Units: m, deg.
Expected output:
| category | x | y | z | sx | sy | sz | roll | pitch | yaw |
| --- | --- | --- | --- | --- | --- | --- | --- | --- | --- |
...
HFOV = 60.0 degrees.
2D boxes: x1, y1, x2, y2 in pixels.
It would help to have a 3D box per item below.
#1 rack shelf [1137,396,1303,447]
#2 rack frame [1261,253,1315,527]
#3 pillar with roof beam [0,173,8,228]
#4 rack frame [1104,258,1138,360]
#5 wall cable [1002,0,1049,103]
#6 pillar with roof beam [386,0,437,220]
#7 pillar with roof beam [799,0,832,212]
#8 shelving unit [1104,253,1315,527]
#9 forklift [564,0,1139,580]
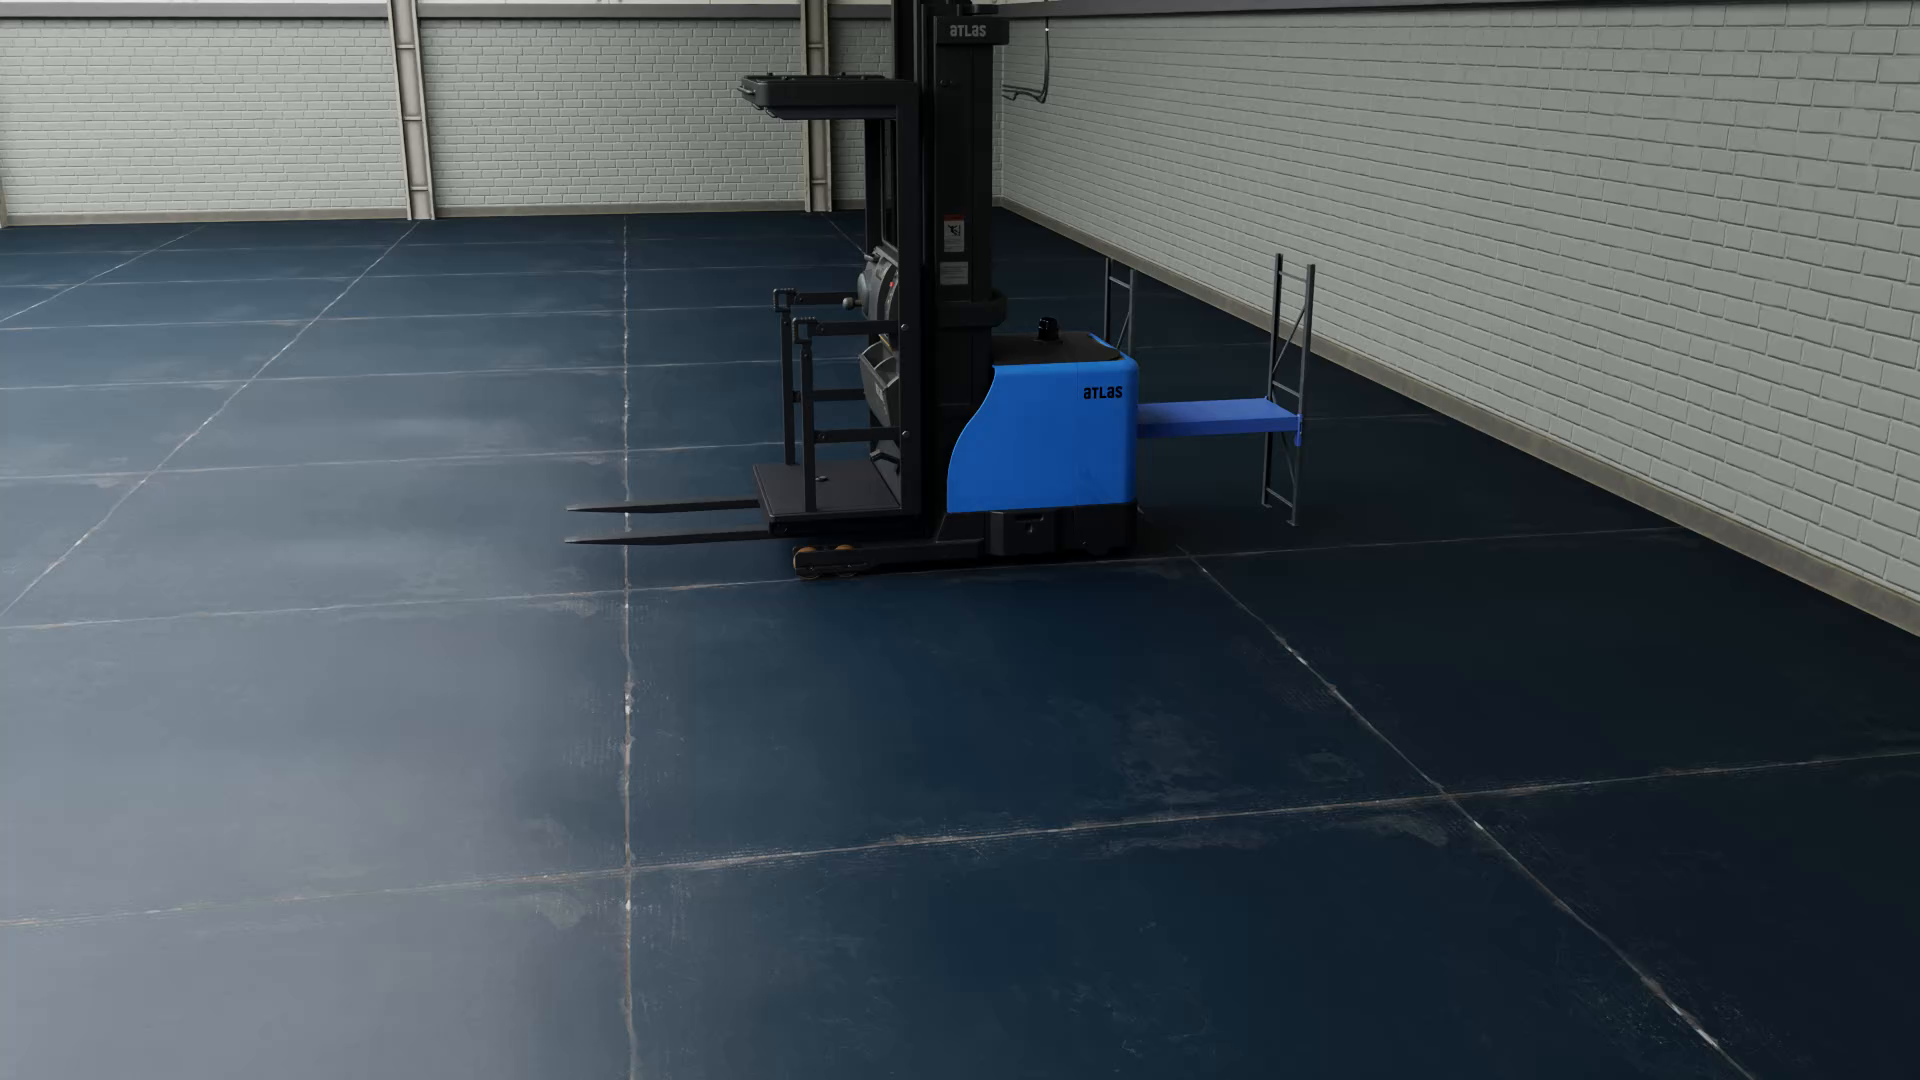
| category | x | y | z | sx | sy | sz | roll | pitch | yaw |
| --- | --- | --- | --- | --- | --- | --- | --- | --- | --- |
| rack shelf | 1.387 | -0.661 | 9.523 | 1.000 | 0.185 | 0.538 | -4 | 17 | -11 |
| rack frame | 1.884 | -0.864 | 9.571 | 0.032 | 1.500 | 0.500 | -4 | 17 | -11 |
| pillar with roof beam | -13.196 | -7.584 | 18.677 | 0.400 | 9.000 | 9.100 | -3 | 17 | -10 |
| rack frame | 0.889 | -0.802 | 9.370 | 0.032 | 1.500 | 0.500 | -4 | 17 | -11 |
| wall cable | 0.913 | -7.792 | 24.642 | 0.112 | 2.526 | 3.097 | -3 | 17 | -10 |
| pillar with roof beam | -7.304 | -7.918 | 19.765 | 0.400 | 9.000 | 9.100 | -3 | 17 | -10 |
| pillar with roof beam | -1.413 | -8.252 | 20.853 | 0.400 | 9.000 | 9.100 | -3 | 17 | -10 |
| shelving unit | 1.387 | -0.833 | 9.470 | 1.048 | 1.500 | 0.538 | -4 | 17 | -11 |
| forklift | -0.611 | -1.364 | 8.761 | 3.031 | 2.935 | 1.130 | -3 | 17 | -11 |
